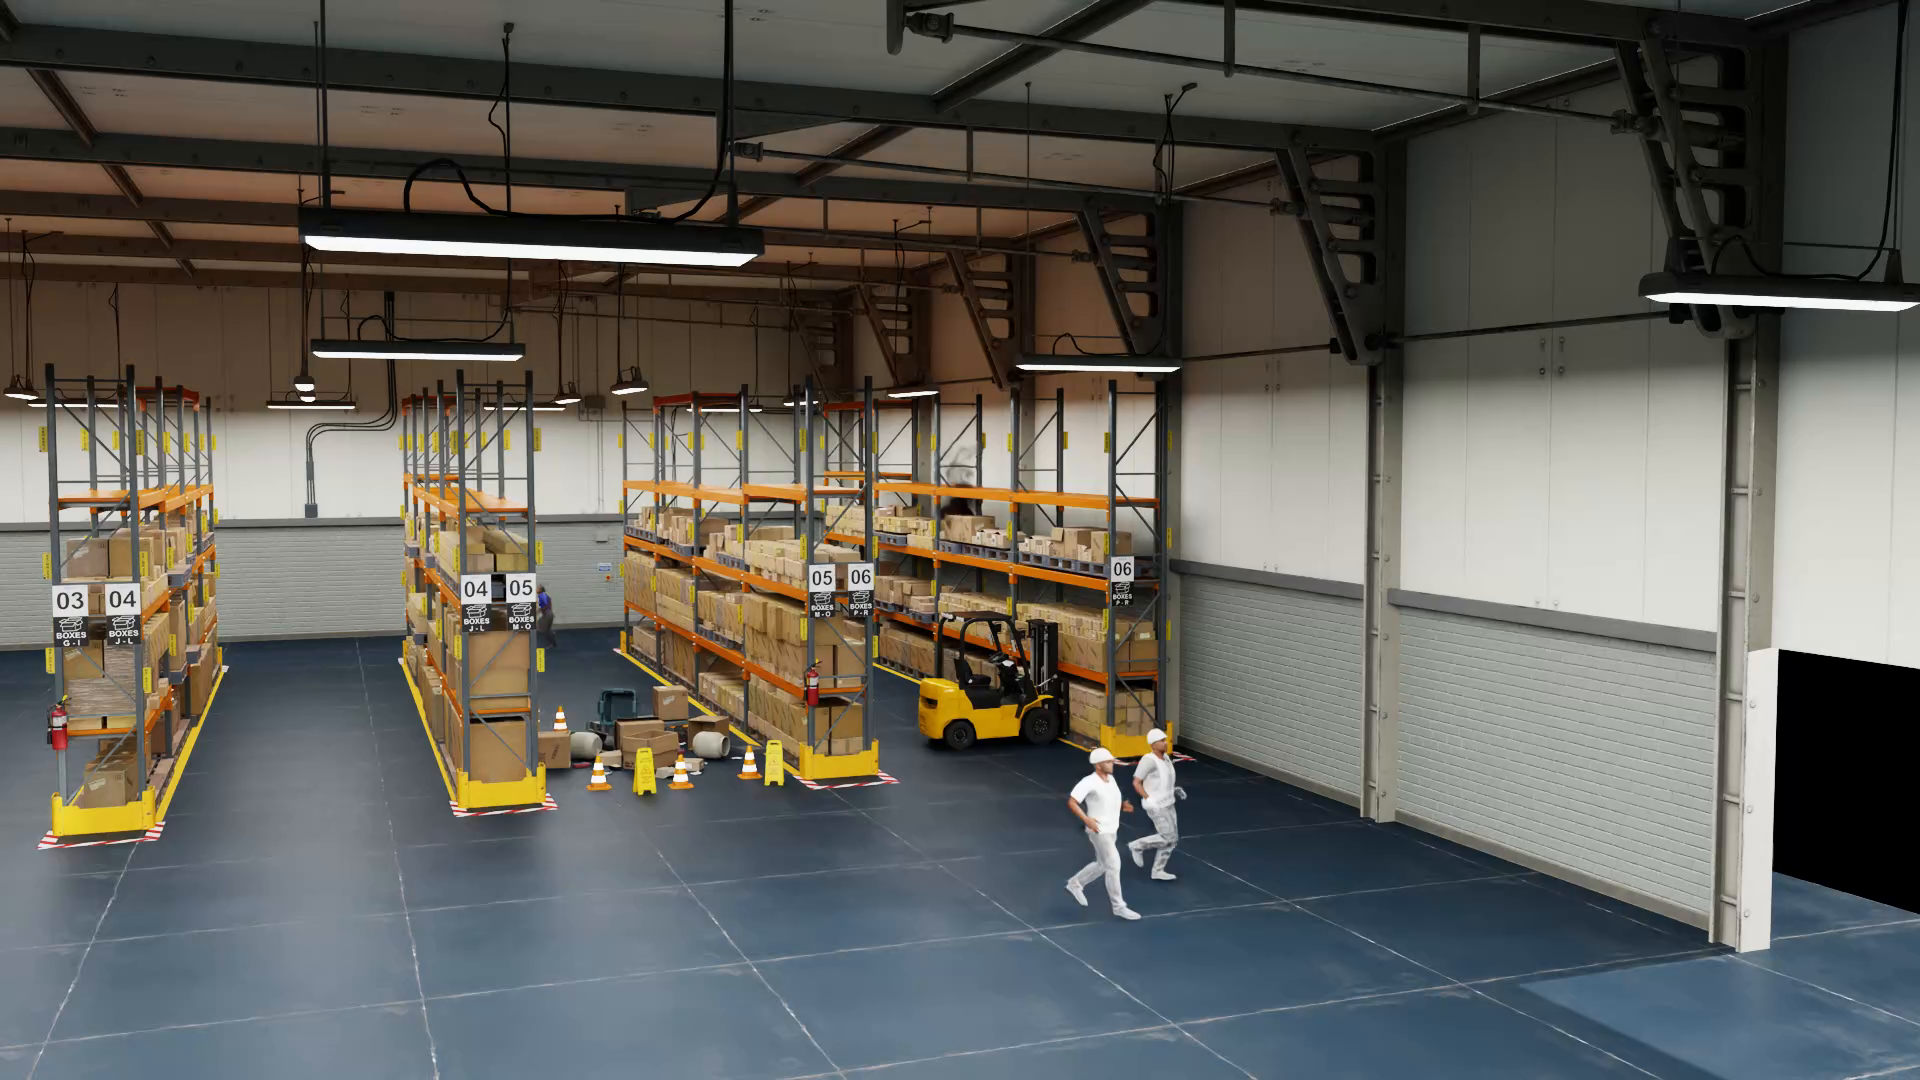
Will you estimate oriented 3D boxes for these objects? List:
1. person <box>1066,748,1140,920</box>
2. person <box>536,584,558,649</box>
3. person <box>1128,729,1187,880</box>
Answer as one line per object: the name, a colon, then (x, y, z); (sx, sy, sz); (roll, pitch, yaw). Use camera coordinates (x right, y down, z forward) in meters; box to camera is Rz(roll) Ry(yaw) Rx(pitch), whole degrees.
person: (1.499, 3.071, 17.547); (0.894, 1.762, 0.698); (2, 4, 27)
person: (-10.048, 1.854, 40.204); (0.643, 1.572, 0.537); (-2, 4, -28)
person: (2.259, 3.026, 19.038); (0.603, 1.738, 0.684); (2, 4, 31)
